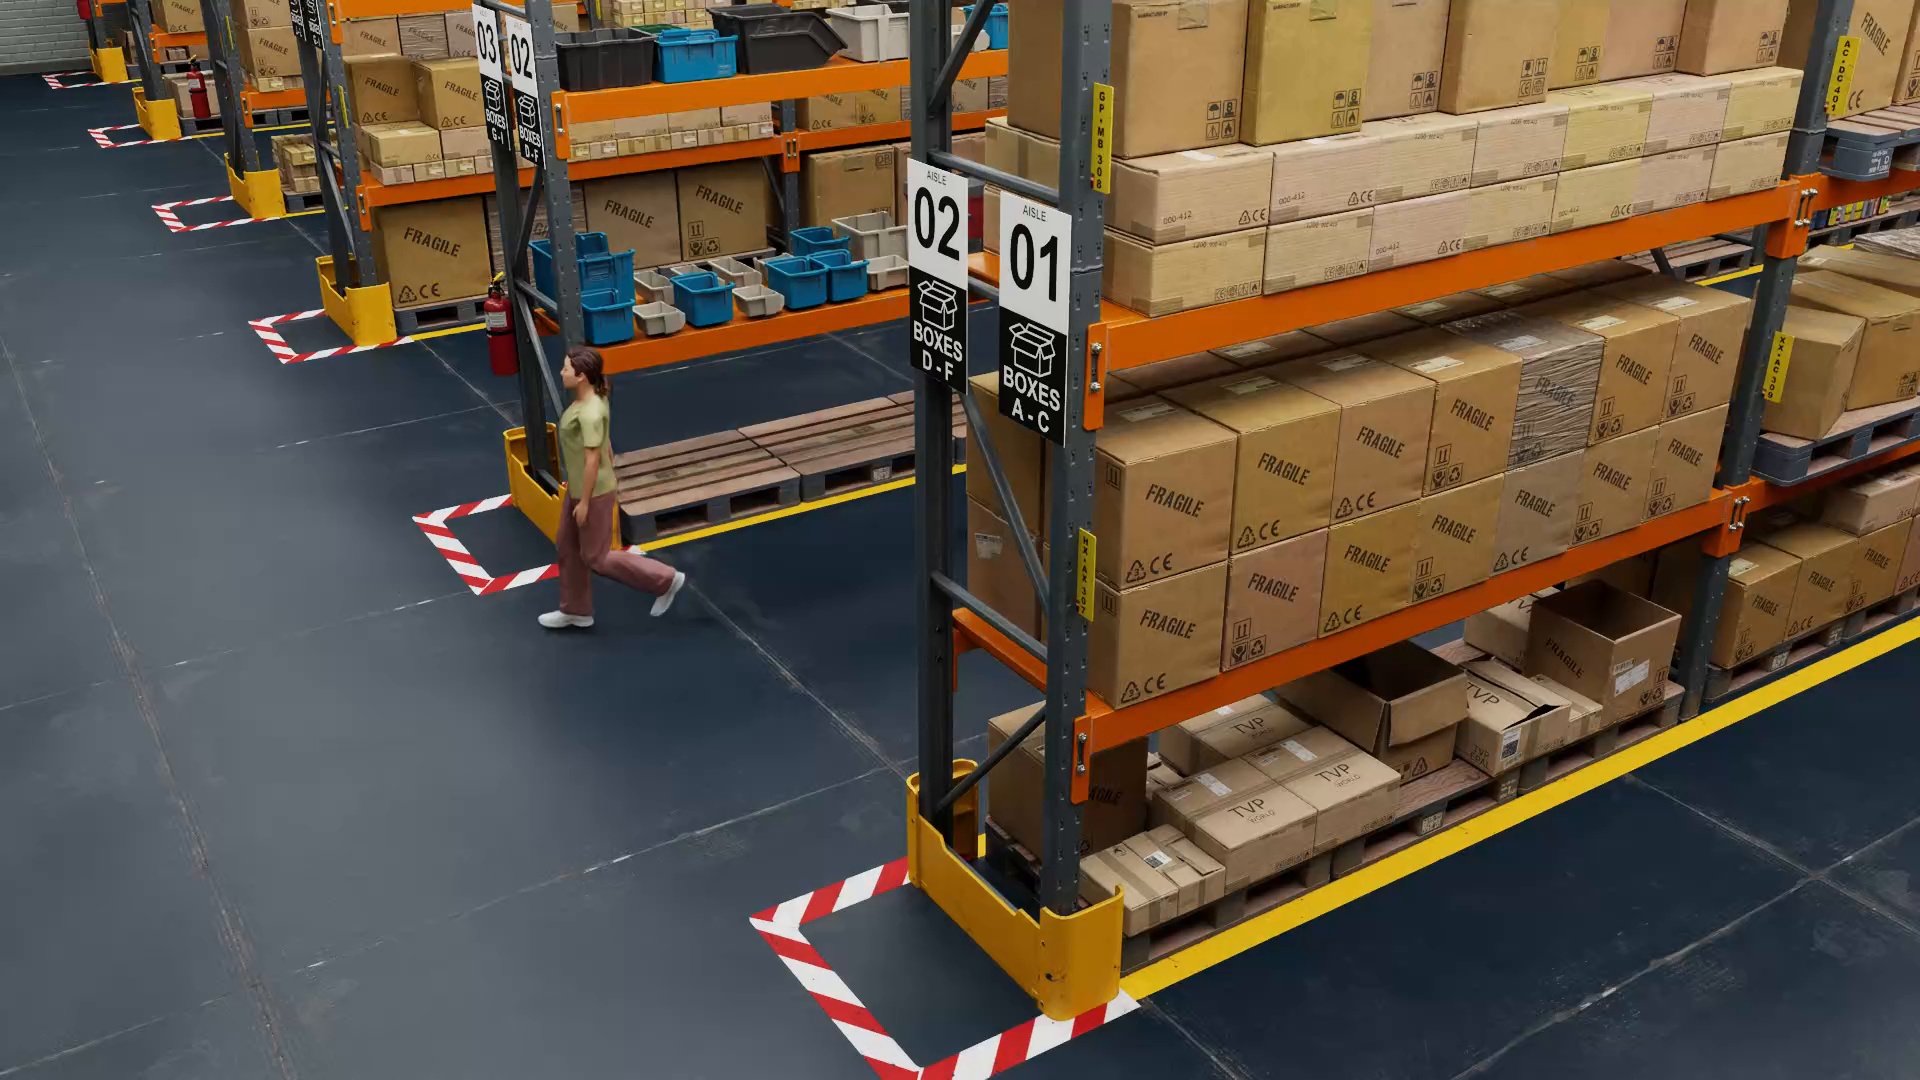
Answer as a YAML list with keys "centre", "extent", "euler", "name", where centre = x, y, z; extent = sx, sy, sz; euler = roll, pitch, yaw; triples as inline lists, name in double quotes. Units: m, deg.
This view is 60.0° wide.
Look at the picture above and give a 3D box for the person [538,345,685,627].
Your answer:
- centre: [-1.983, -0.277, 9.178]
  extent: [0.834, 1.639, 0.474]
  euler: [-6, 26, -12]
  name: "person"
